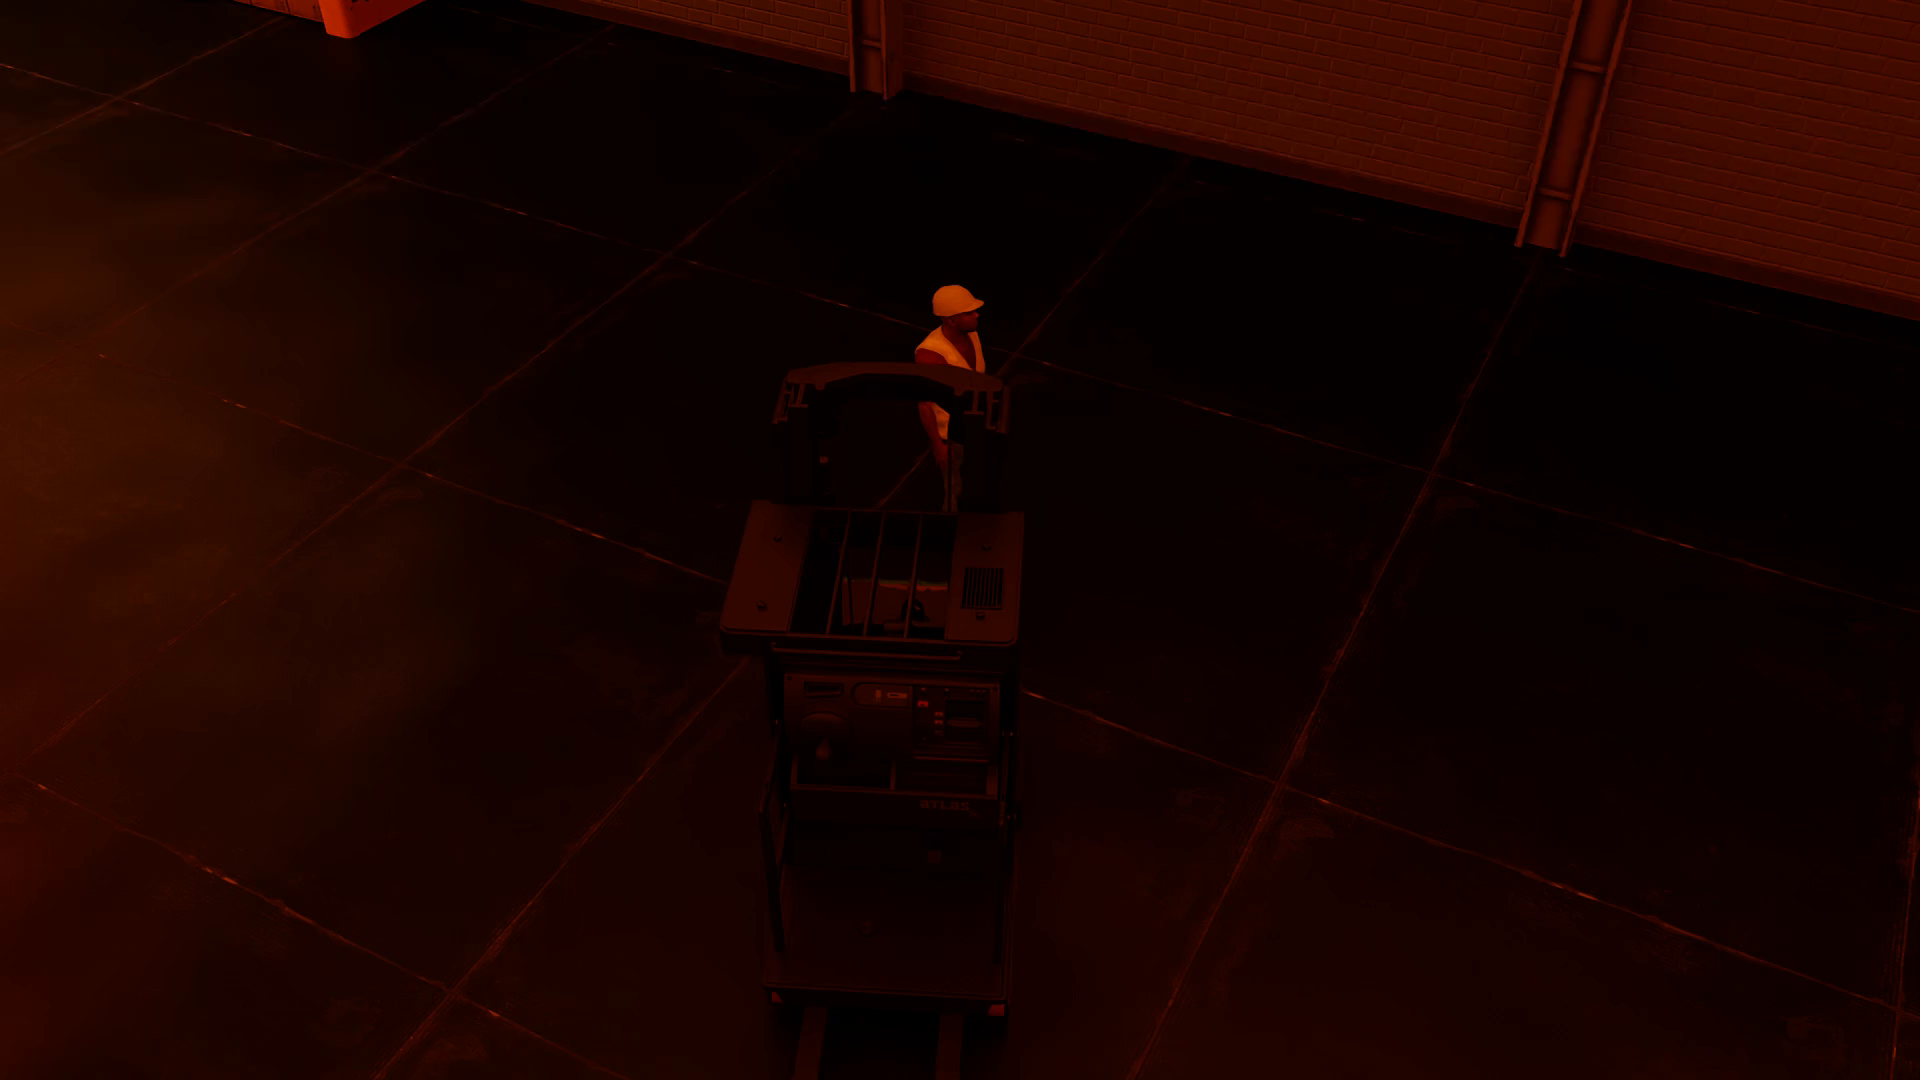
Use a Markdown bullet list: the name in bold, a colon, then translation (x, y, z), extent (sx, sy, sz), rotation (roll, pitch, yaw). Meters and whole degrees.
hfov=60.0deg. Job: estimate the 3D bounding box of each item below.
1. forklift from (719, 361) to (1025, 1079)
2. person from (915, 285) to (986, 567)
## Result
- **forklift**: translation (-0.305, 0.845, 6.983), extent (1.130, 2.935, 3.031), rotation (3, 40, 3)
- **person**: translation (0.062, -0.657, 9.660), extent (0.571, 1.768, 0.666), rotation (18, 43, 21)
